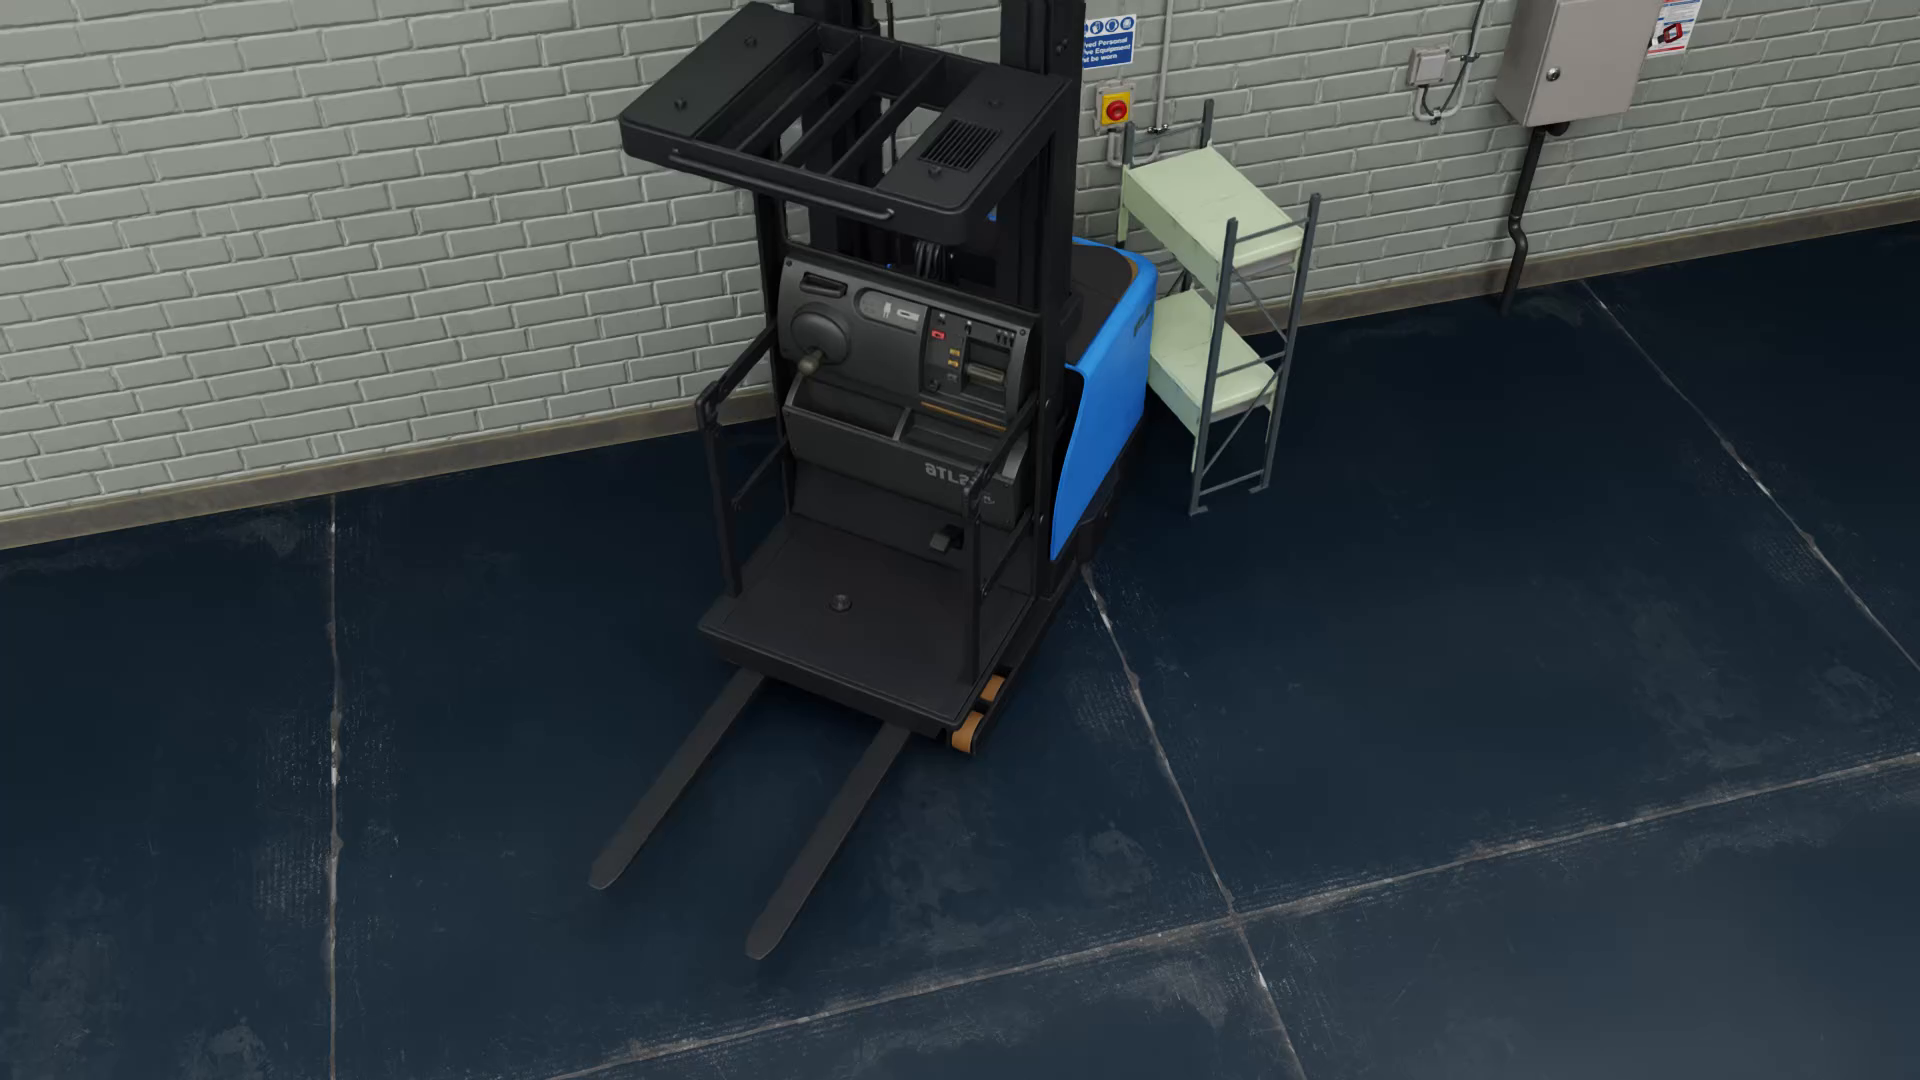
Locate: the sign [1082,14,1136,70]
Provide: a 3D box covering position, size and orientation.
[{"bbox_3d":[0.544,-1.986,6.658,0.327,0.218,0.001,-11,47,-10],"label":"sign"}]

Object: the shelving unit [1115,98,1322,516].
[{"bbox_3d":[0.992,-0.931,6.863,0.431,1.500,0.755,-20,49,-18],"label":"shelving unit"}]

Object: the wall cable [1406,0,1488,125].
[{"bbox_3d":[1.974,-2.481,6.621,0.588,1.984,0.122,-11,47,-10],"label":"wall cable"}]

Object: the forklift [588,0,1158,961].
[{"bbox_3d":[-0.291,-0.592,5.528,1.130,2.935,3.031,19,49,18],"label":"forklift"}]

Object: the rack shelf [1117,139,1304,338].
[{"bbox_3d":[0.992,-1.204,6.584,0.431,0.370,0.720,-20,49,-18],"label":"rack shelf"}]

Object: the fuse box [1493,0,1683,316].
[{"bbox_3d":[2.674,-1.690,7.459,0.539,1.711,0.414,-11,47,-10],"label":"fuse box"}]

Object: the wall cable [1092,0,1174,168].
[{"bbox_3d":[0.606,-2.225,6.347,0.585,1.953,0.123,-11,47,-10],"label":"wall cable"}]

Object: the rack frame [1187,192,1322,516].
[{"bbox_3d":[1.156,-0.697,6.633,0.400,1.500,0.023,-20,49,-18],"label":"rack frame"}]

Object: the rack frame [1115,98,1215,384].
[{"bbox_3d":[0.829,-1.165,7.092,0.400,1.500,0.023,-20,49,-18],"label":"rack frame"}]

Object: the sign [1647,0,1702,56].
[{"bbox_3d":[3.098,-2.341,7.262,0.329,0.494,0.001,-11,47,-10],"label":"sign"}]

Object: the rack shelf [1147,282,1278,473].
[{"bbox_3d":[0.992,-0.702,7.095,0.431,0.370,0.720,-20,49,-18],"label":"rack shelf"}]
